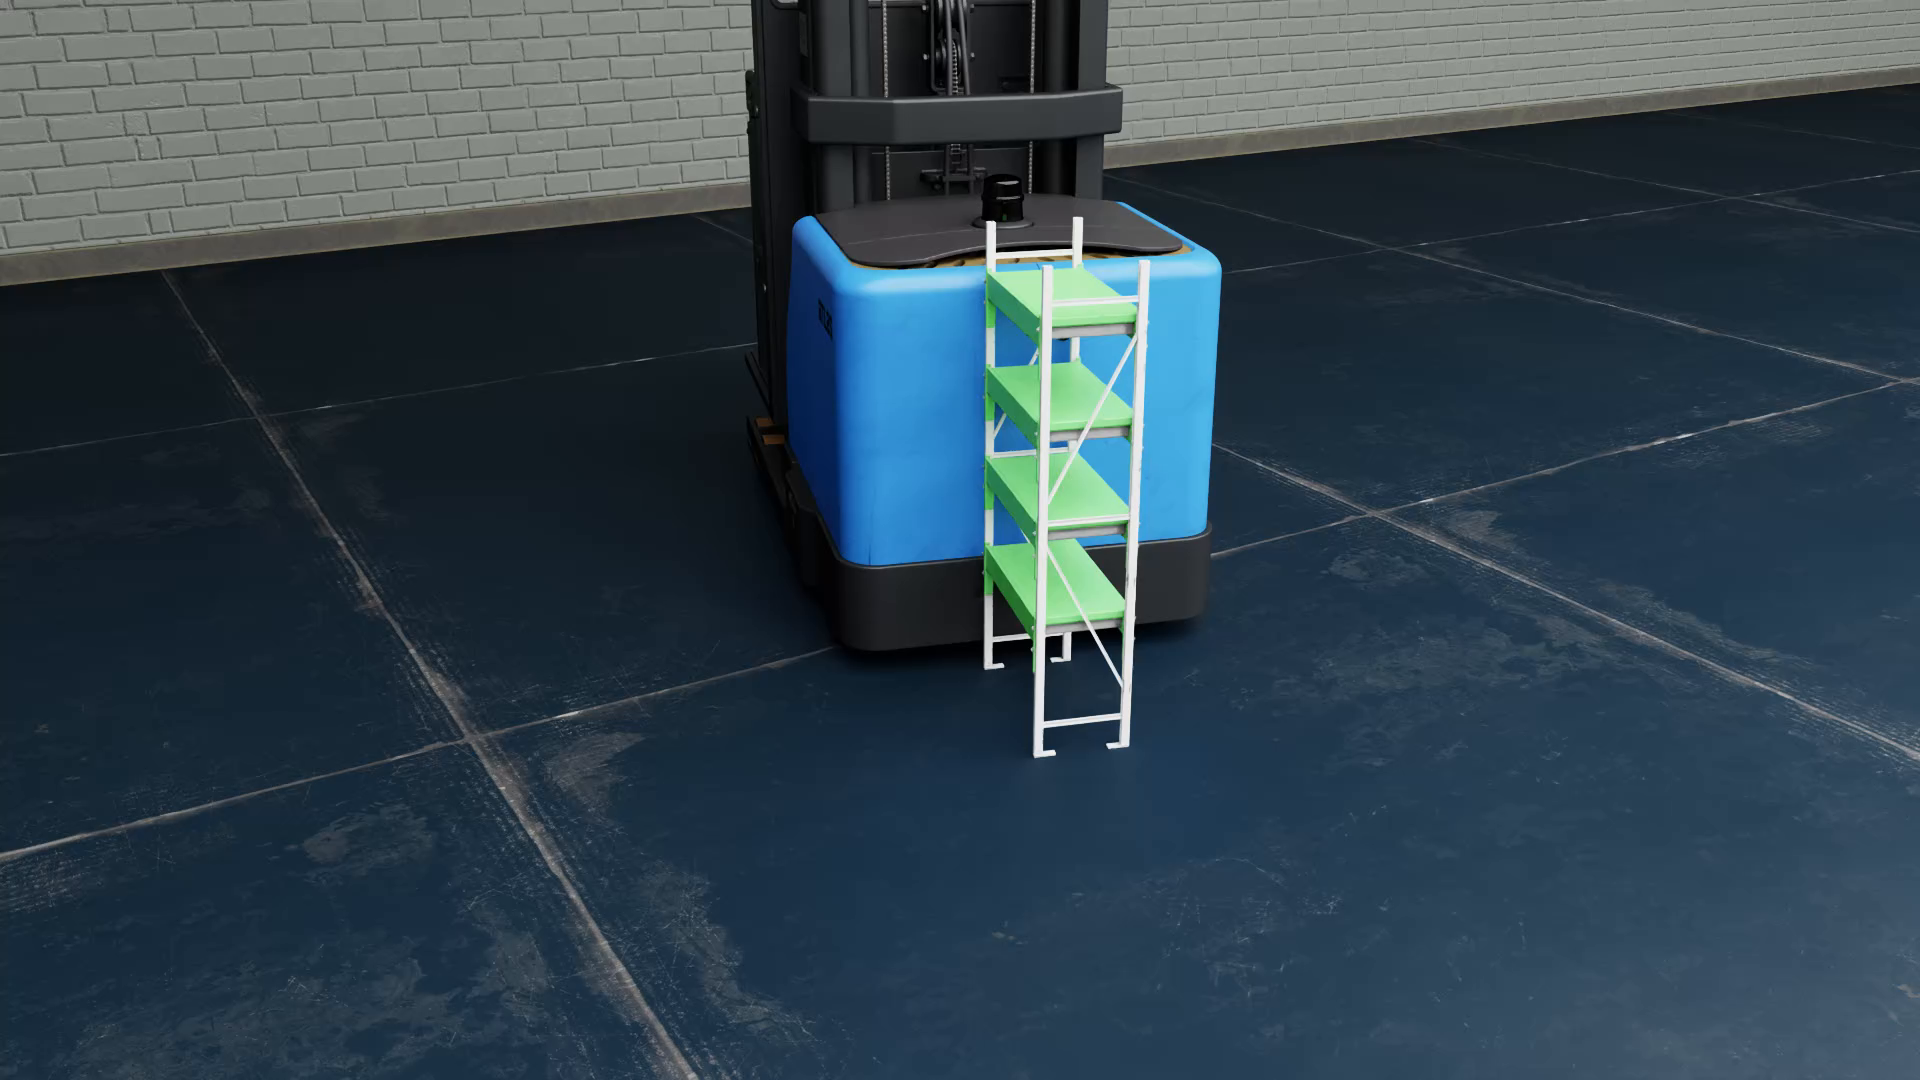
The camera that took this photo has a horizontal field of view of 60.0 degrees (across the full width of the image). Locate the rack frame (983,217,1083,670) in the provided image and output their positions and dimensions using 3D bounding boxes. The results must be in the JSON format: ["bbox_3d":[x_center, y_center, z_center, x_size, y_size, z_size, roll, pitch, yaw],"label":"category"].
[{"bbox_3d":[0.181,-0.221,4.263,0.240,1.200,0.015,-5,23,-12],"label":"rack frame"}]

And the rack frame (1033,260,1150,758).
[{"bbox_3d":[0.295,-0.043,3.823,0.240,1.200,0.015,-5,23,-12],"label":"rack frame"}]

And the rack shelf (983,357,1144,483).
[{"bbox_3d":[0.238,-0.295,3.976,0.258,0.148,0.480,-5,23,-12],"label":"rack shelf"}]

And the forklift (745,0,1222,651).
[{"bbox_3d":[-0.147,-1.589,5.328,1.130,2.935,3.031,-5,23,-12],"label":"forklift"}]

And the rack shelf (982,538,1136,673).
[{"bbox_3d":[0.238,0.150,4.157,0.258,0.148,0.480,-5,23,-12],"label":"rack shelf"}]

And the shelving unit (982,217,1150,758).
[{"bbox_3d":[0.238,-0.132,4.043,0.258,1.200,0.503,-5,23,-12],"label":"shelving unit"}]

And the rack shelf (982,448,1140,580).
[{"bbox_3d":[0.238,-0.073,4.067,0.258,0.148,0.480,-5,23,-12],"label":"rack shelf"}]

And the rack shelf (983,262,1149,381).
[{"bbox_3d":[0.238,-0.517,3.886,0.258,0.148,0.480,-5,23,-12],"label":"rack shelf"}]
